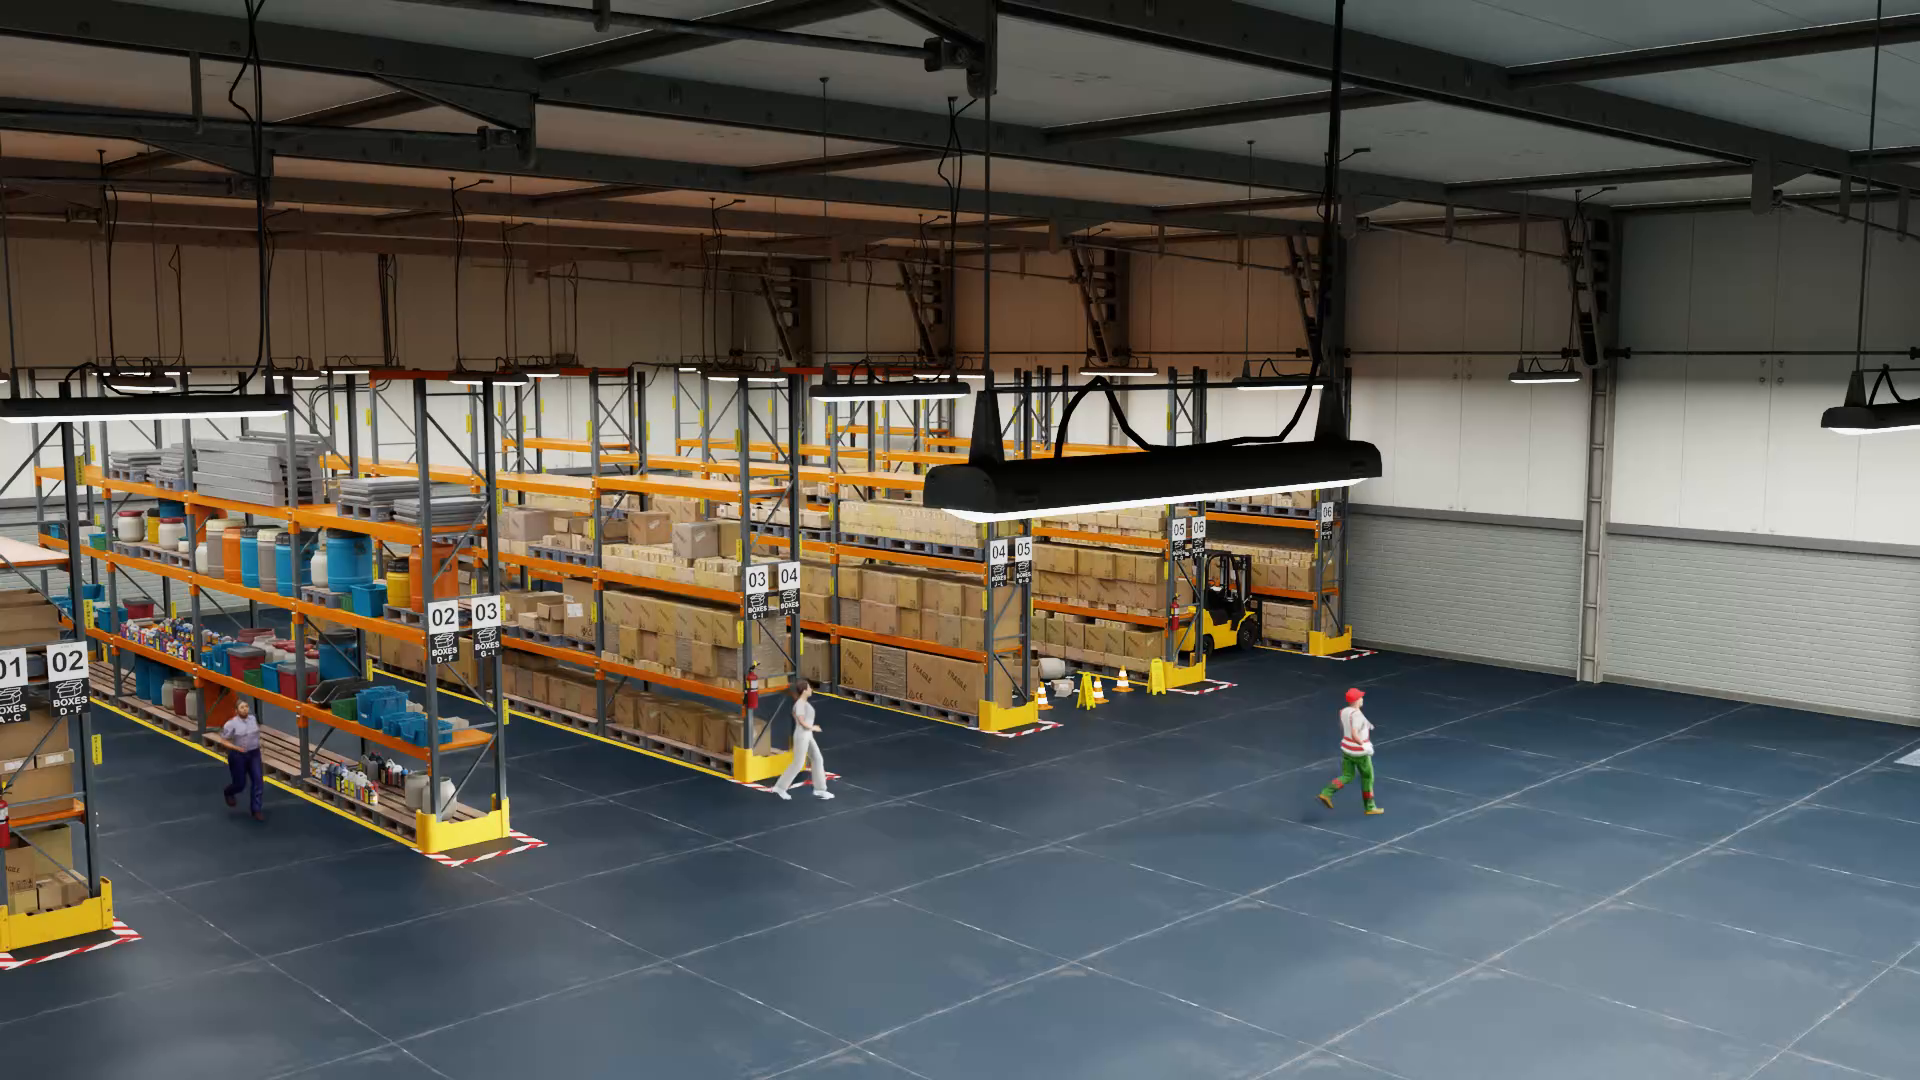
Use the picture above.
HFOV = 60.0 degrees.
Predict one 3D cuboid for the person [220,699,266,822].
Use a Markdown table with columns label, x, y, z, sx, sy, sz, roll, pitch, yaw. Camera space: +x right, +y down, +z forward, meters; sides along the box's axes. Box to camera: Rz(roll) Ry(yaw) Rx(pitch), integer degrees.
| label | x | y | z | sx | sy | sz | roll | pitch | yaw |
| --- | --- | --- | --- | --- | --- | --- | --- | --- | --- |
| person | -9.747 | 2.977 | 22.643 | 0.849 | 1.640 | 0.607 | 5 | 8 | 40 |

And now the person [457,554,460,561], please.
| label | x | y | z | sx | sy | sz | roll | pitch | yaw |
| --- | --- | --- | --- | --- | --- | --- | --- | --- | --- |
| person | -11.821 | 1.079 | 38.689 | 0.772 | 1.699 | 1.081 | 0 | 6 | -2 |

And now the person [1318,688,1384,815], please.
| label | x | y | z | sx | sy | sz | roll | pitch | yaw |
| --- | --- | --- | --- | --- | --- | --- | --- | --- | --- |
| person | 5.363 | 2.887 | 22.638 | 0.967 | 1.768 | 0.667 | -2 | 7 | -19 |

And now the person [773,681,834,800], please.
| label | x | y | z | sx | sy | sz | roll | pitch | yaw |
| --- | --- | --- | --- | --- | --- | --- | --- | --- | --- |
| person | -2.219 | 2.825 | 23.640 | 0.865 | 1.667 | 0.623 | 0 | 6 | -1 |
